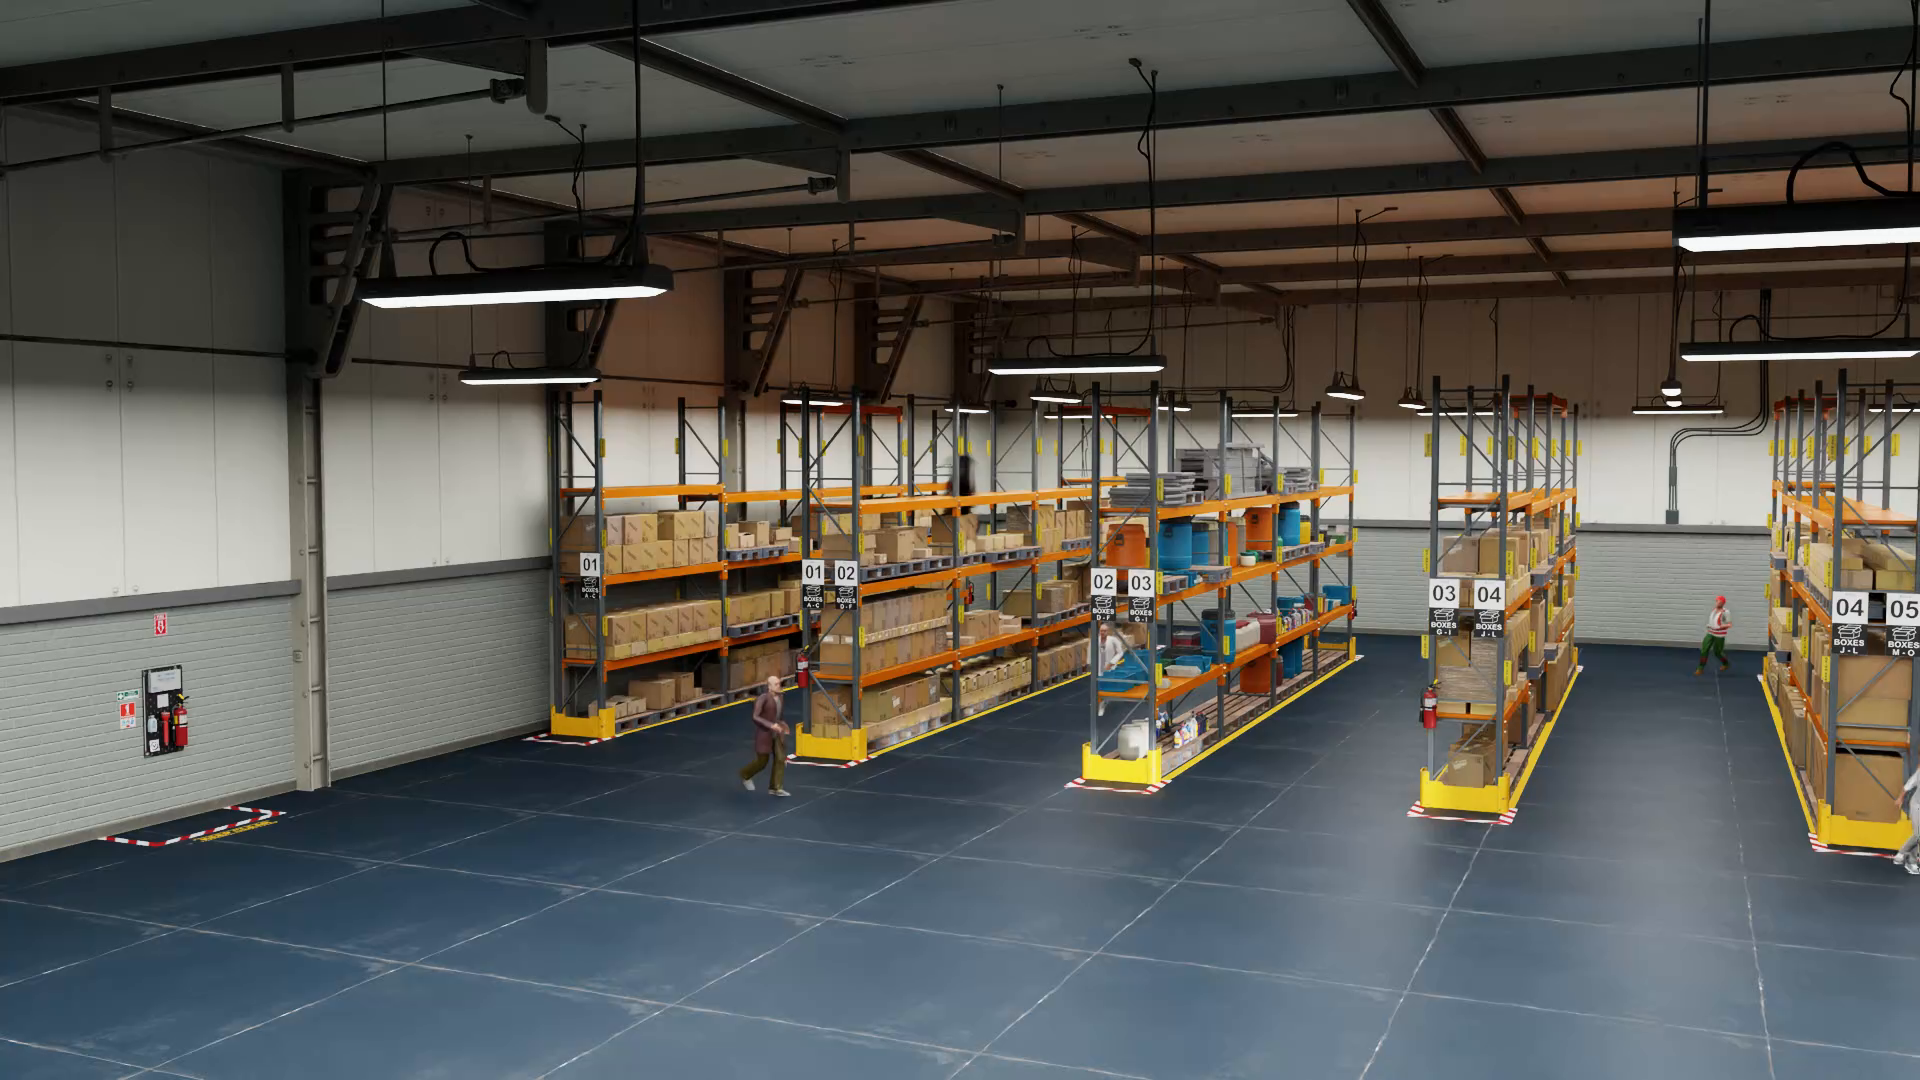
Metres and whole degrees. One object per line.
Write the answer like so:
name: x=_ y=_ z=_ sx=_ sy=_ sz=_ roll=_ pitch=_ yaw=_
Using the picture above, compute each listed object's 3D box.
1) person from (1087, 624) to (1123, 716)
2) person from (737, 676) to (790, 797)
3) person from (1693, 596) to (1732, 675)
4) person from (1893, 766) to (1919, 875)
person: x=2.723 y=2.424 z=31.280 sx=0.703 sy=1.714 sz=0.717 roll=1 pitch=3 yaw=12
person: x=-2.811 y=2.812 z=23.957 sx=0.873 sy=1.740 sz=0.701 roll=2 pitch=4 yaw=38
person: x=16.637 y=2.095 z=36.485 sx=0.966 sy=1.763 sz=0.699 roll=-1 pitch=3 yaw=-24
person: x=11.282 y=3.164 z=19.425 sx=0.556 sy=1.545 sz=0.544 roll=0 pitch=3 yaw=1
